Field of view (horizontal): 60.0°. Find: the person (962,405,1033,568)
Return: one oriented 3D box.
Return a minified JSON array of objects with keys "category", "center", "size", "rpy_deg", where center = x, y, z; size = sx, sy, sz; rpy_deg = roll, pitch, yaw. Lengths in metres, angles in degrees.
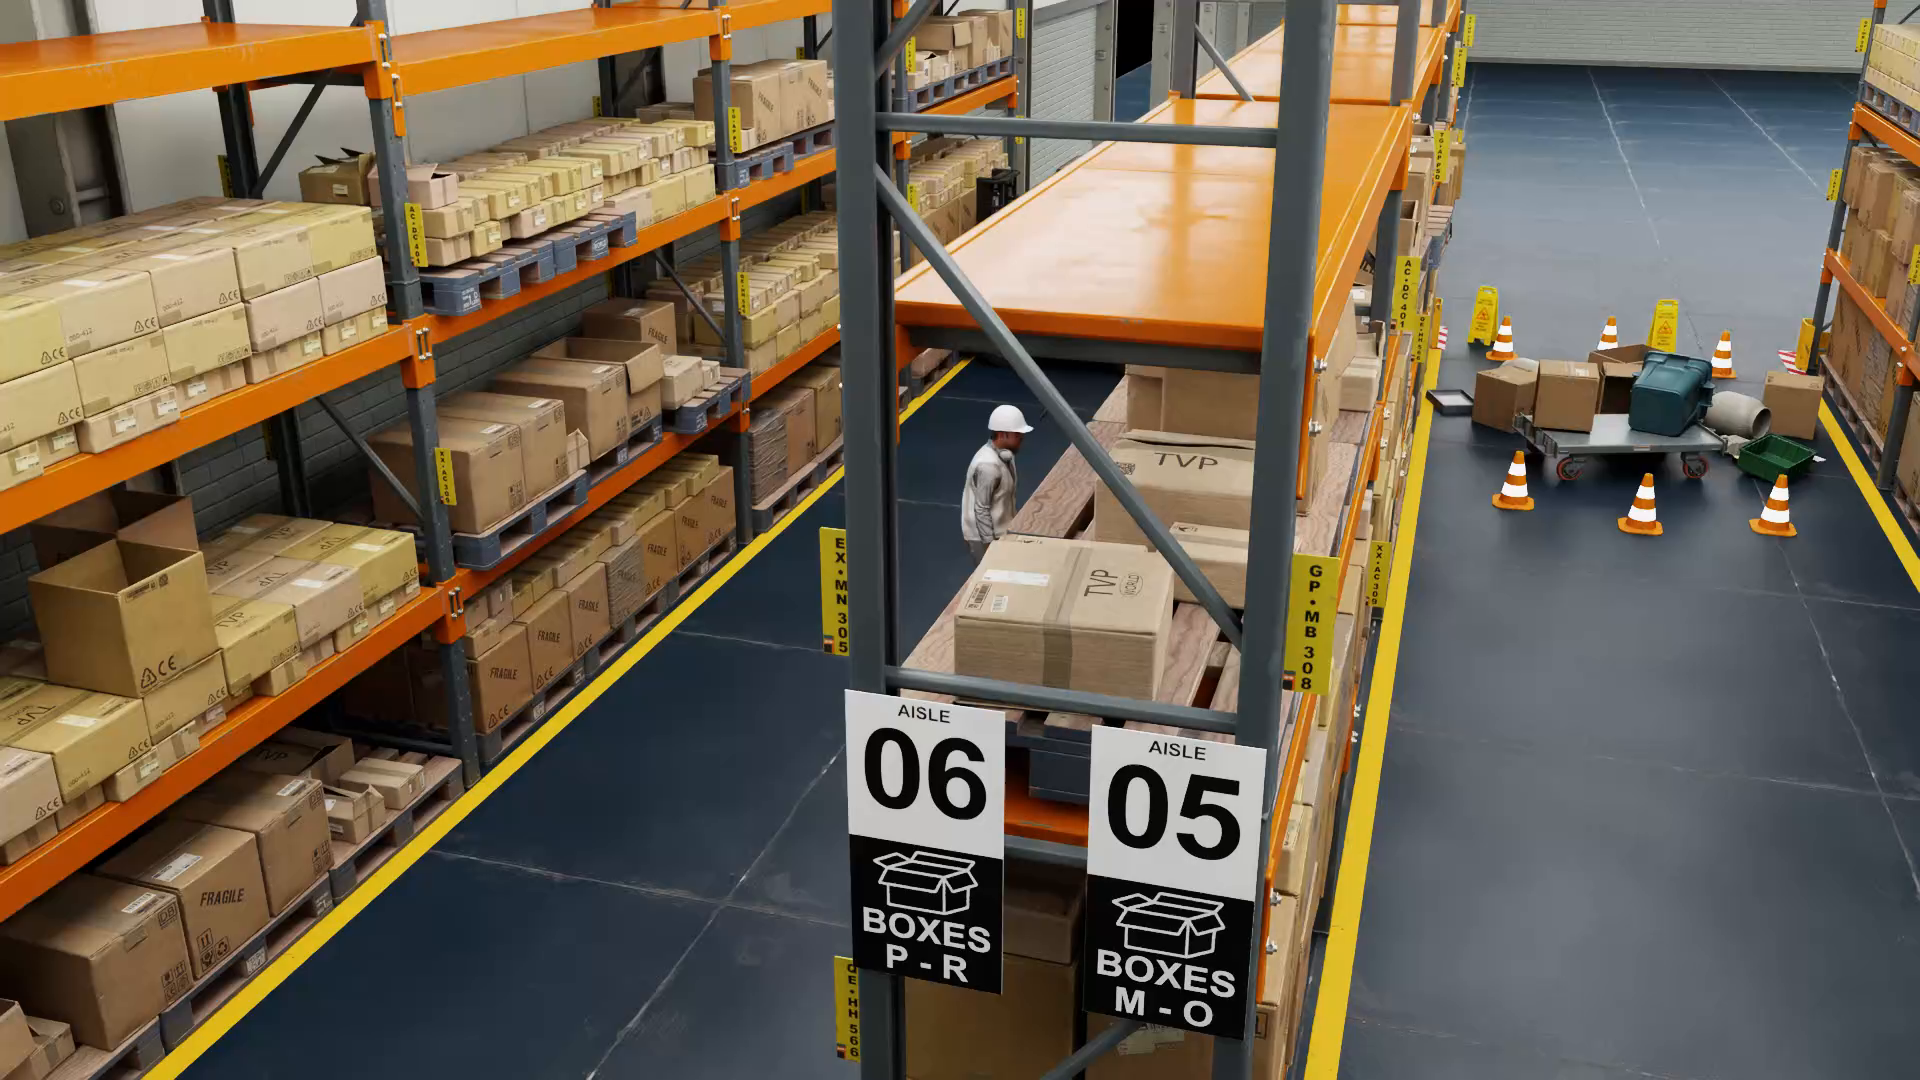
[{"category":"person","center":[0.247,-0.051,11.179],"size":[0.461,1.772,0.580],"rpy_deg":[7,23,16]}]
